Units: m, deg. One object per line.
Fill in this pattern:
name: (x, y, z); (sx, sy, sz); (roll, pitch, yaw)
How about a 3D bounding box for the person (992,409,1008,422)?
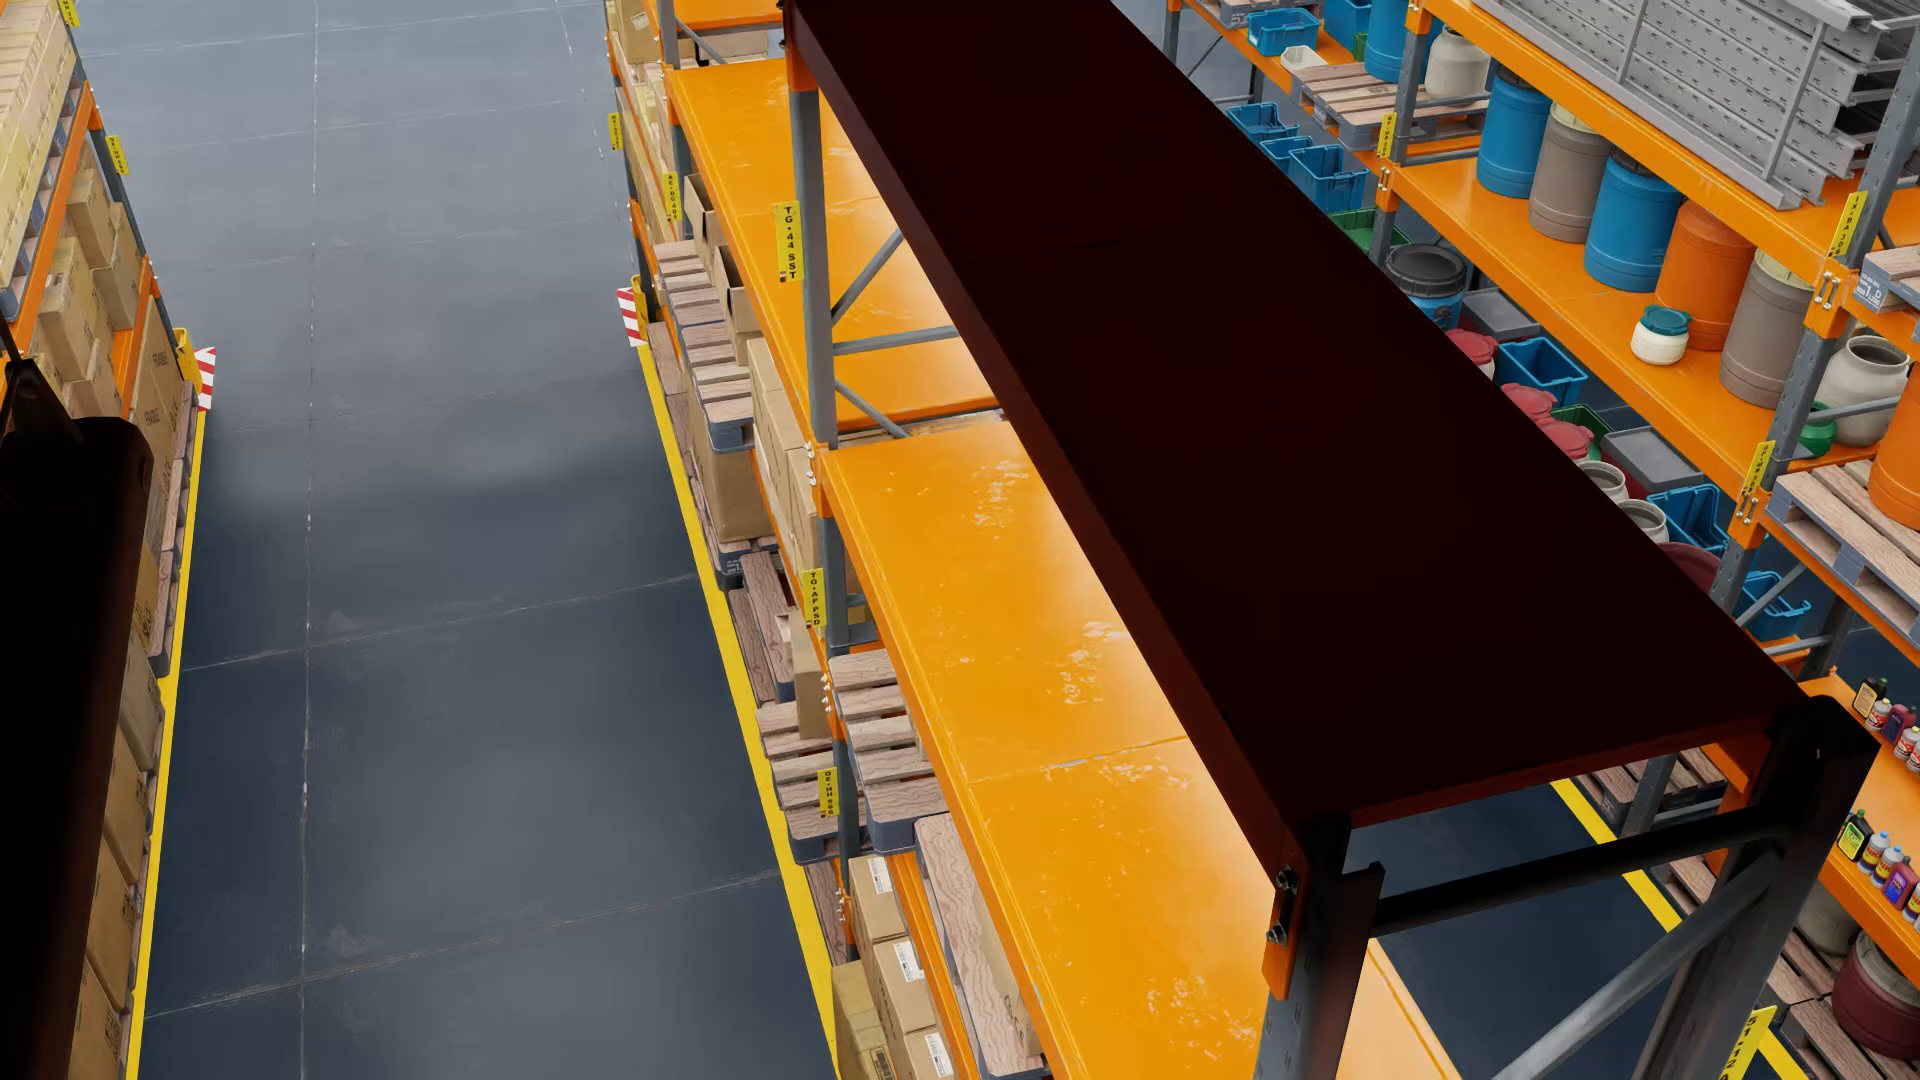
person: (0.124, -0.731, 12.428); (0.543, 1.674, 0.699); (-18, 42, -22)
